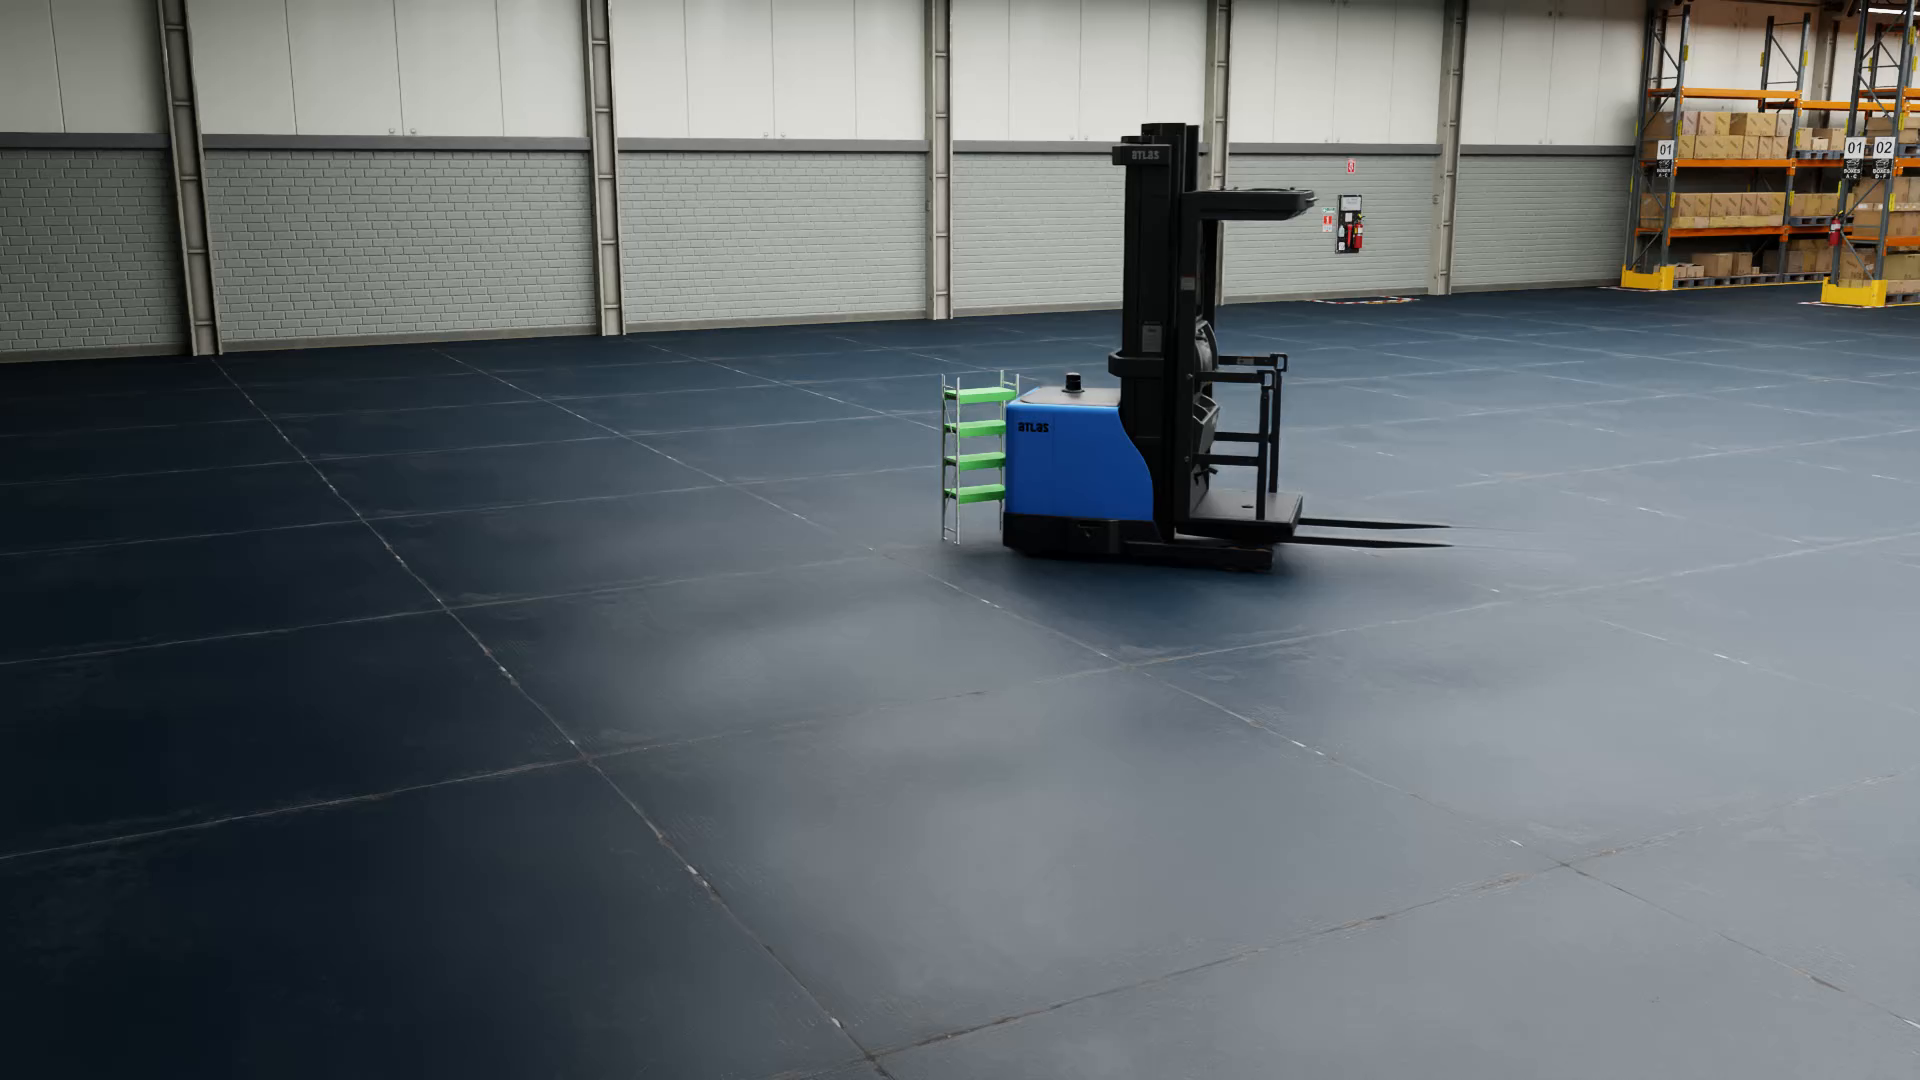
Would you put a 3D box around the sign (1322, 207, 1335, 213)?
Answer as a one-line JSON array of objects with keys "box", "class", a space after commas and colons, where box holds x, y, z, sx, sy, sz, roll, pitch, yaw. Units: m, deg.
[{"box": [7.449, -6.665, 33.604, 0.331, 0.109, 0.001, -7, 14, -28], "class": "sign"}]

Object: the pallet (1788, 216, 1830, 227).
[{"box": [19.481, -7.451, 38.824, 1.213, 0.211, 1.003, -7, 14, -28], "class": "pallet"}]

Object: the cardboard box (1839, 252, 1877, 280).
[{"box": [17.935, -5.461, 33.139, 0.500, 0.500, 0.500, -7, 14, -28], "class": "cardboard box"}]

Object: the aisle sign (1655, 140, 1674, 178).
[{"box": [15.310, -8.275, 36.125, 0.004, 0.787, 0.394, -7, 14, -28], "class": "aisle sign"}]

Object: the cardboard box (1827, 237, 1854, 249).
[{"box": [21.114, -7.141, 39.990, 0.500, 0.250, 0.500, -7, 14, -27], "class": "cardboard box"}]

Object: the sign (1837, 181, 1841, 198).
[{"box": [17.359, -6.904, 32.778, 0.005, 0.325, 0.100, -7, 14, -28], "class": "sign"}]

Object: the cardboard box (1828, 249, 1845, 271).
[{"box": [20.714, -6.733, 39.887, 0.500, 0.500, 0.700, -7, 14, -28], "class": "cardboard box"}]

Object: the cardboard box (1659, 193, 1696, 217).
[{"box": [15.793, -7.367, 36.598, 0.500, 0.500, 0.500, -7, 14, -28], "class": "cardboard box"}]

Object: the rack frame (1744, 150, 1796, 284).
[{"box": [18.741, -7.493, 38.570, 0.127, 3.000, 1.000, -7, 14, -28], "class": "rack frame"}]

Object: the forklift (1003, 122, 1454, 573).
[{"box": [1.875, -1.336, 11.371, 3.031, 2.935, 1.130, 3, 13, 15], "class": "forklift"}]

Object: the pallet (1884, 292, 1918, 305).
[{"box": [18.258, -4.846, 33.160, 1.213, 0.211, 1.003, -7, 14, -28], "class": "pallet"}]

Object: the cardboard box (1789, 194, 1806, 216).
[{"box": [19.204, -7.803, 38.720, 0.500, 0.500, 0.700, -7, 14, -28], "class": "cardboard box"}]

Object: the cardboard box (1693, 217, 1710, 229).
[{"box": [16.259, -7.056, 36.926, 0.500, 0.250, 0.500, -7, 15, -30], "class": "cardboard box"}]

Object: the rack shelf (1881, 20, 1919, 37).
[{"box": [24.007, -12.321, 40.431, 4.000, 0.370, 1.077, -7, 14, -28], "class": "rack shelf"}]

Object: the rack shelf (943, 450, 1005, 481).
[{"box": [0.144, -0.541, 12.069, 0.480, 0.148, 0.258, -7, 14, -28], "class": "rack shelf"}]

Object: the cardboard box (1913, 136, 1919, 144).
[{"box": [18.724, -7.821, 32.496, 0.250, 0.149, 0.380, -7, 14, -28], "class": "cardboard box"}]

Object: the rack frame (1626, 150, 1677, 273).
[{"box": [15.230, -7.072, 36.701, 0.127, 3.000, 1.000, -7, 14, -28], "class": "rack frame"}]

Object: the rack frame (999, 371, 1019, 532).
[{"box": [0.358, -0.629, 12.170, 0.015, 1.200, 0.240, -7, 14, -28], "class": "rack frame"}]

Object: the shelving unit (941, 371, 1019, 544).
[{"box": [0.144, -0.603, 12.055, 0.503, 1.200, 0.258, -7, 14, -28], "class": "shelving unit"}]

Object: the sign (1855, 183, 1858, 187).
[{"box": [21.983, -8.585, 40.787, 0.005, 0.325, 0.100, -7, 14, -28], "class": "sign"}]

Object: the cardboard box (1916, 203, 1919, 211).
[{"box": [18.727, -6.563, 32.734, 0.250, 0.149, 0.380, -7, 14, -29], "class": "cardboard box"}]

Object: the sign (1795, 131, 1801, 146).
[{"box": [19.007, -9.104, 37.723, 0.005, 0.325, 0.100, -7, 14, -28], "class": "sign"}]

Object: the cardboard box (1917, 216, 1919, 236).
[{"box": [18.920, -6.320, 33.133, 0.500, 0.500, 0.700, -7, 14, -27], "class": "cardboard box"}]

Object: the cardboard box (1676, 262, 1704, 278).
[{"box": [16.380, -6.090, 37.460, 0.500, 0.311, 0.500, -6, 14, -23], "class": "cardboard box"}]

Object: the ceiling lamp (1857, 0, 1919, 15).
[{"box": [19.967, -12.712, 34.805, 2.000, 3.185, 0.800, -7, 14, -28], "class": "ceiling lamp"}]

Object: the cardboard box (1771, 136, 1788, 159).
[{"box": [18.414, -8.914, 37.779, 0.500, 0.500, 0.500, -6, 14, -26], "class": "cardboard box"}]

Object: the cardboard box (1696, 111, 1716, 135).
[{"box": [16.149, -9.118, 36.412, 0.500, 0.500, 0.500, -7, 14, -29], "class": "cardboard box"}]

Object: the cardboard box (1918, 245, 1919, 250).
[{"box": [23.732, -7.213, 41.266, 0.750, 0.750, 0.750, -7, 14, -28], "class": "cardboard box"}]

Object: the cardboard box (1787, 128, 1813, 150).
[{"box": [19.259, -9.252, 38.371, 0.500, 0.500, 0.500, -5, 13, -20], "class": "cardboard box"}]

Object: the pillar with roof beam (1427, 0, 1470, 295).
[{"box": [12.226, -8.778, 30.619, 0.400, 9.000, 9.100, -7, 14, -28], "class": "pillar with roof beam"}]

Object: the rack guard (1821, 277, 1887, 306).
[{"box": [17.585, -4.896, 32.724, 0.348, 0.500, 1.175, -7, 14, -28], "class": "rack guard"}]

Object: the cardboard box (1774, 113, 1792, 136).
[{"box": [18.431, -9.397, 37.652, 0.500, 0.500, 0.500, -8, 15, -33], "class": "cardboard box"}]

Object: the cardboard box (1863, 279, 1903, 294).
[{"box": [18.184, -4.995, 32.776, 0.500, 0.250, 0.500, -7, 14, -28], "class": "cardboard box"}]

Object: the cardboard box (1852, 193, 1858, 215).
[{"box": [21.366, -8.061, 39.868, 0.500, 0.500, 0.700, -8, 15, -33], "class": "cardboard box"}]

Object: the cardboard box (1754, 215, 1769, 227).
[{"box": [18.029, -7.270, 37.878, 0.500, 0.250, 0.500, -7, 14, -28], "class": "cardboard box"}]

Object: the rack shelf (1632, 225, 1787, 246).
[{"box": [16.985, -6.931, 37.714, 4.000, 0.370, 1.077, -7, 14, -28], "class": "rack shelf"}]

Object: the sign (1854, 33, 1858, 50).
[{"box": [17.359, -9.645, 32.162, 0.005, 0.325, 0.100, -7, 14, -28], "class": "sign"}]

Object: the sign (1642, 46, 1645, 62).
[{"box": [14.982, -10.641, 36.407, 0.005, 0.325, 0.100, -7, 14, -28], "class": "sign"}]

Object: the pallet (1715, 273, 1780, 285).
[{"box": [18.168, -6.055, 38.532, 1.213, 0.211, 1.003, -7, 14, -28], "class": "pallet"}]

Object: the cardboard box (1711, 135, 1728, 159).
[{"box": [16.585, -8.686, 36.767, 0.500, 0.500, 0.500, -6, 14, -25], "class": "cardboard box"}]

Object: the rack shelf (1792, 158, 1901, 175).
[{"box": [20.496, -8.815, 39.255, 4.000, 0.370, 1.077, -7, 14, -28], "class": "rack shelf"}]

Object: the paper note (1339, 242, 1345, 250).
[{"box": [7.787, -5.993, 33.914, 0.142, 0.148, 0.016, -7, 14, -28], "class": "paper note"}]

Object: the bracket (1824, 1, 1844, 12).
[{"box": [20.502, -12.514, 39.021, 0.430, 0.232, 0.235, -7, 14, -28], "class": "bracket"}]

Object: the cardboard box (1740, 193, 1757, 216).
[{"box": [17.591, -7.581, 37.552, 0.500, 0.500, 0.500, -7, 15, -29], "class": "cardboard box"}]
